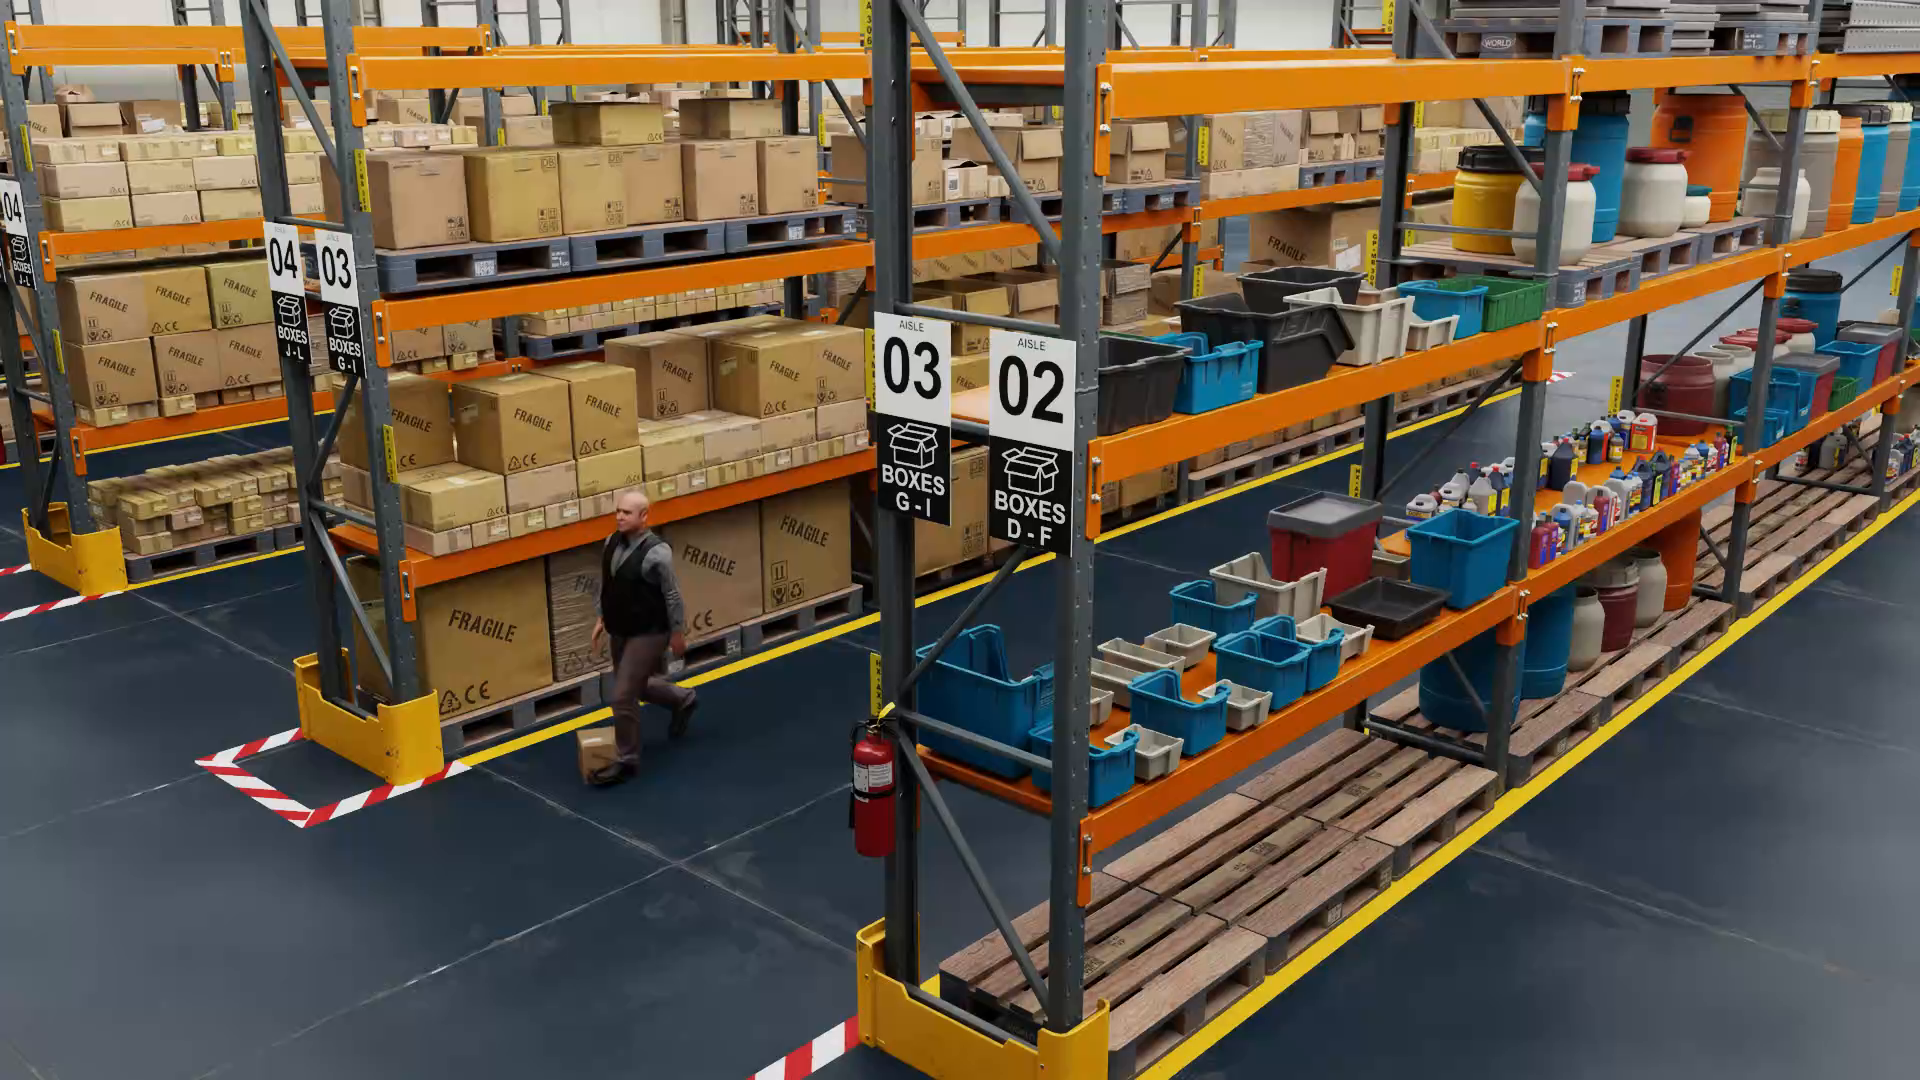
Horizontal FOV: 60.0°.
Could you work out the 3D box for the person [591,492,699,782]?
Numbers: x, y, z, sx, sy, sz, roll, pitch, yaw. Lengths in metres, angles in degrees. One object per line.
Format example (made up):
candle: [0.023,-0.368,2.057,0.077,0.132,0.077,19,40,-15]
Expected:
person: [-1.878,0.524,9.838,0.553,1.689,0.905,14,22,40]
